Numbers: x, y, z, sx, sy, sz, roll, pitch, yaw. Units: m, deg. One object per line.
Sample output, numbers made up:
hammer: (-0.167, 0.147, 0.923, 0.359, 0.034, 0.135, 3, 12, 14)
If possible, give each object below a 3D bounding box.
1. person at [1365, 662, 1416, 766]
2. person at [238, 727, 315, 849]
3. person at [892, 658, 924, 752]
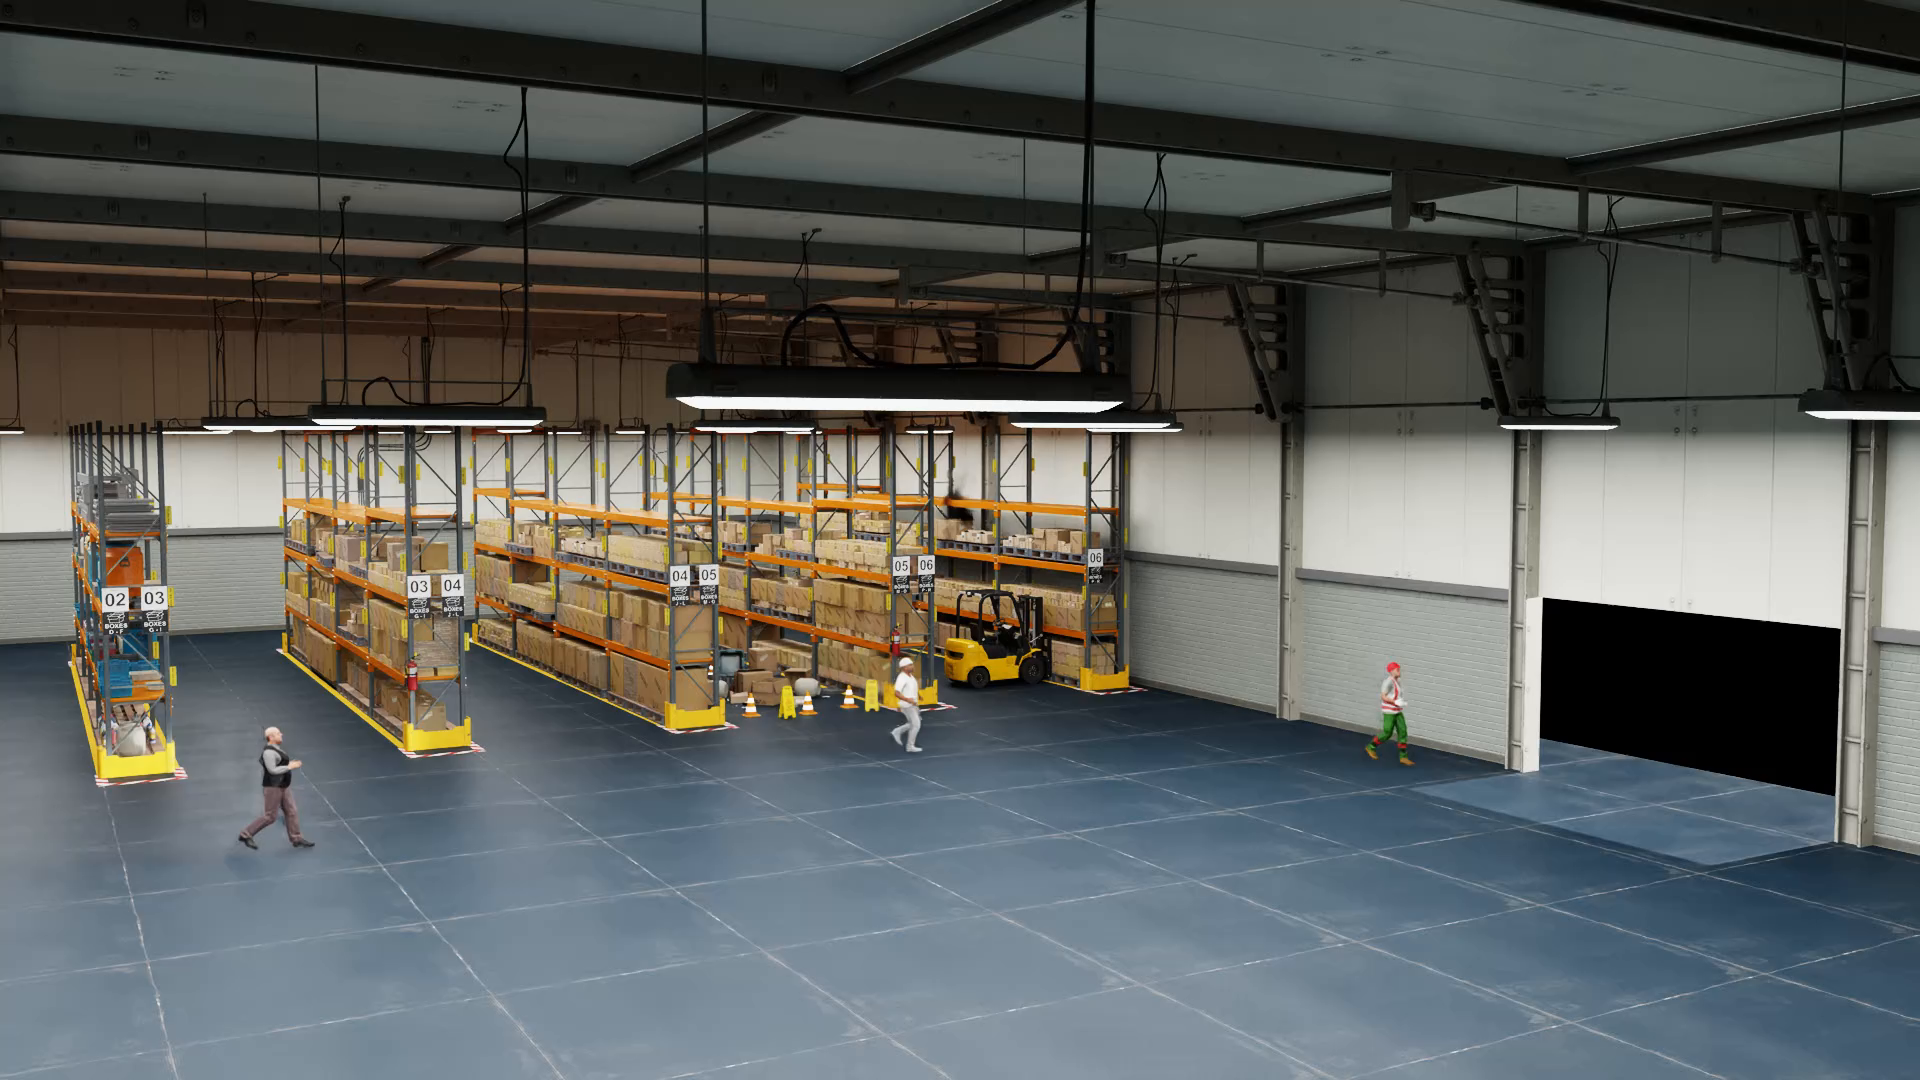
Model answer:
person: (7.539, 3.026, 29.087, 0.921, 1.791, 0.651, 3, 5, 41)
person: (-9.414, 3.422, 22.910, 0.948, 1.707, 0.657, -1, 4, -11)
person: (-0.978, 2.994, 30.226, 0.625, 1.719, 0.700, 1, 4, 17)
